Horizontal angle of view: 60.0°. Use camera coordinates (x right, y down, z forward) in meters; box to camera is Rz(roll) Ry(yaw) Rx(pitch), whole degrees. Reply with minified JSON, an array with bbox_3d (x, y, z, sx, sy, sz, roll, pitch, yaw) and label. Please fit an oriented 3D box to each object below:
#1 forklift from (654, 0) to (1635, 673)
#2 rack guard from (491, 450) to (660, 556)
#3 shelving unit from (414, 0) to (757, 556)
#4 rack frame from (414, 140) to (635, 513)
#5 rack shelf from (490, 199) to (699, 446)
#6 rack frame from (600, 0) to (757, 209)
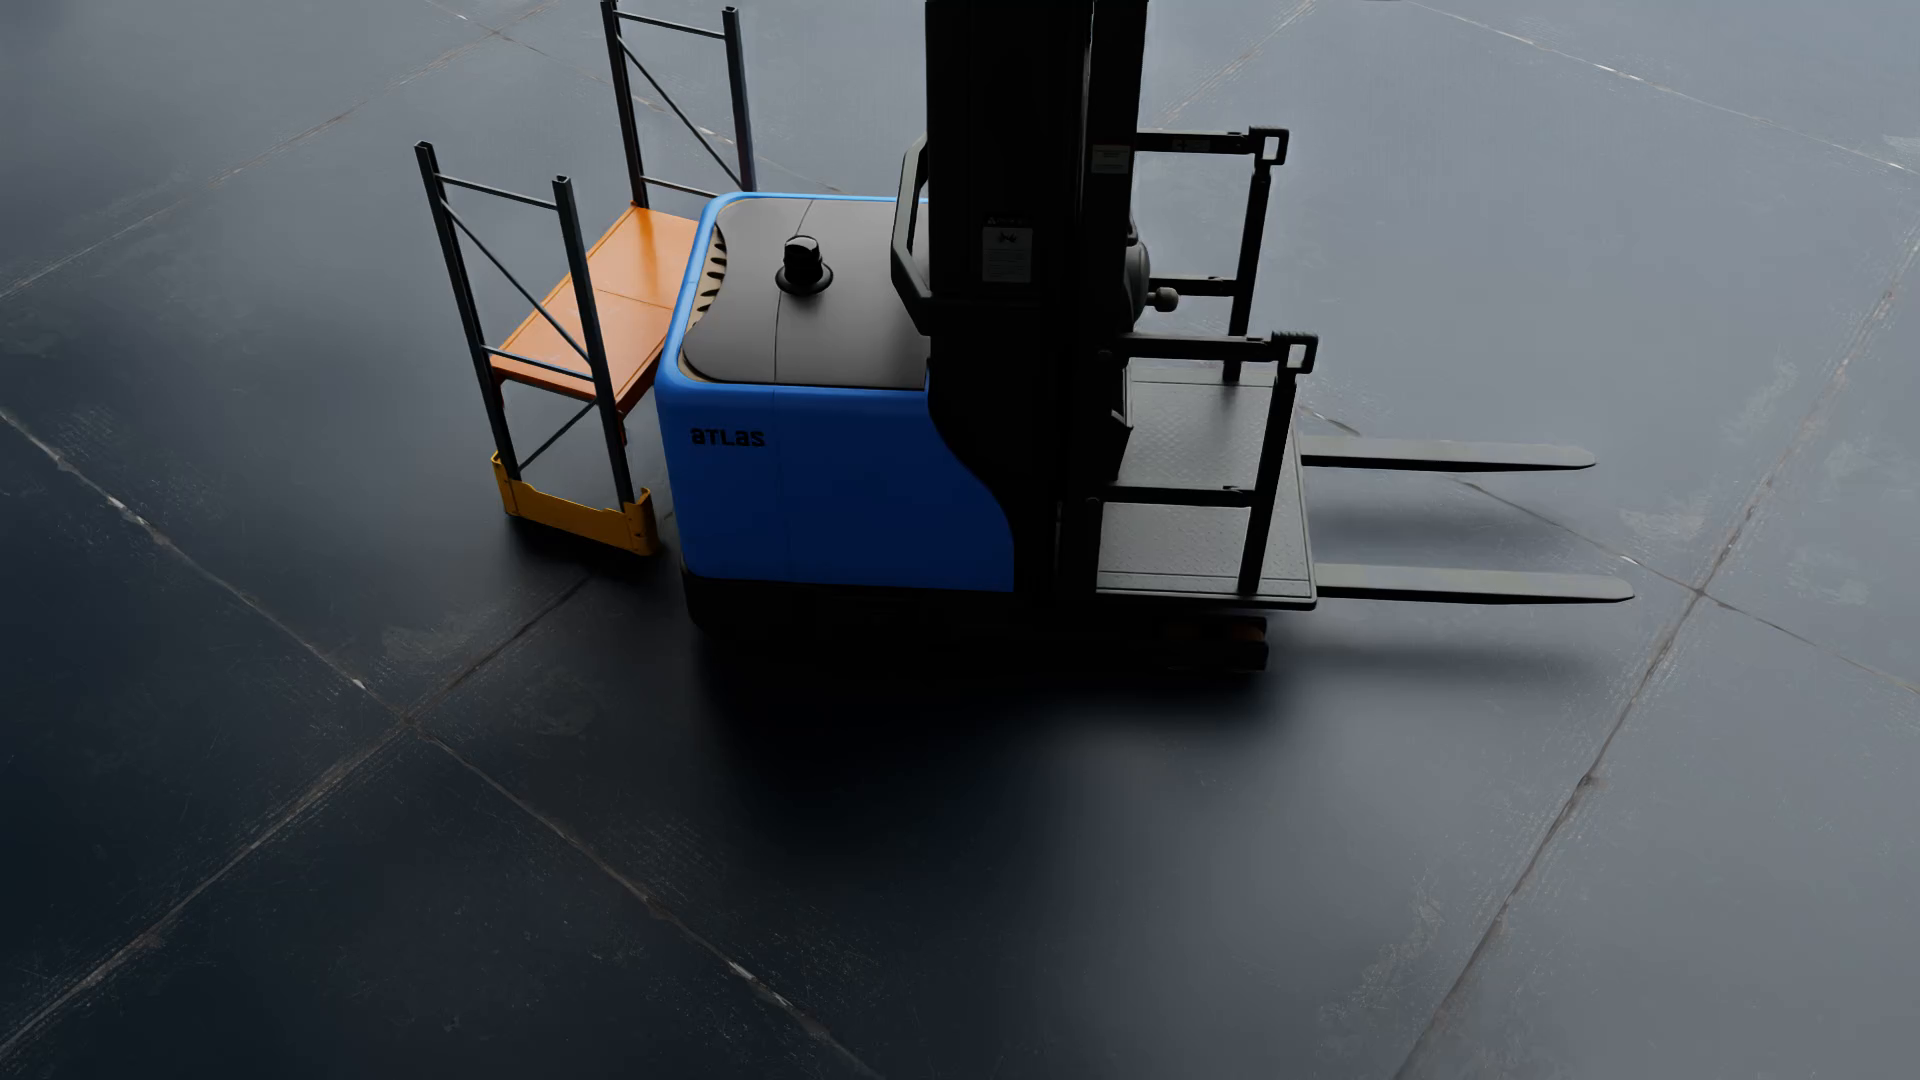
[{"bbox_3d":[0.649,-0.984,4.663,3.031,2.935,1.130,2,46,2],"label":"forklift"},{"bbox_3d":[-1.318,-0.133,5.704,0.587,0.250,0.087,16,48,15],"label":"rack guard"},{"bbox_3d":[-1.131,-0.899,5.571,0.587,1.500,1.083,16,48,15],"label":"shelving unit"},{"bbox_3d":[-1.325,-0.552,5.240,0.500,1.500,0.032,16,48,15],"label":"rack frame"},{"bbox_3d":[-1.134,-0.768,5.696,0.538,0.185,1.000,16,48,15],"label":"rack shelf"},{"bbox_3d":[-0.943,-1.233,5.891,0.500,1.500,0.032,16,48,15],"label":"rack frame"}]
